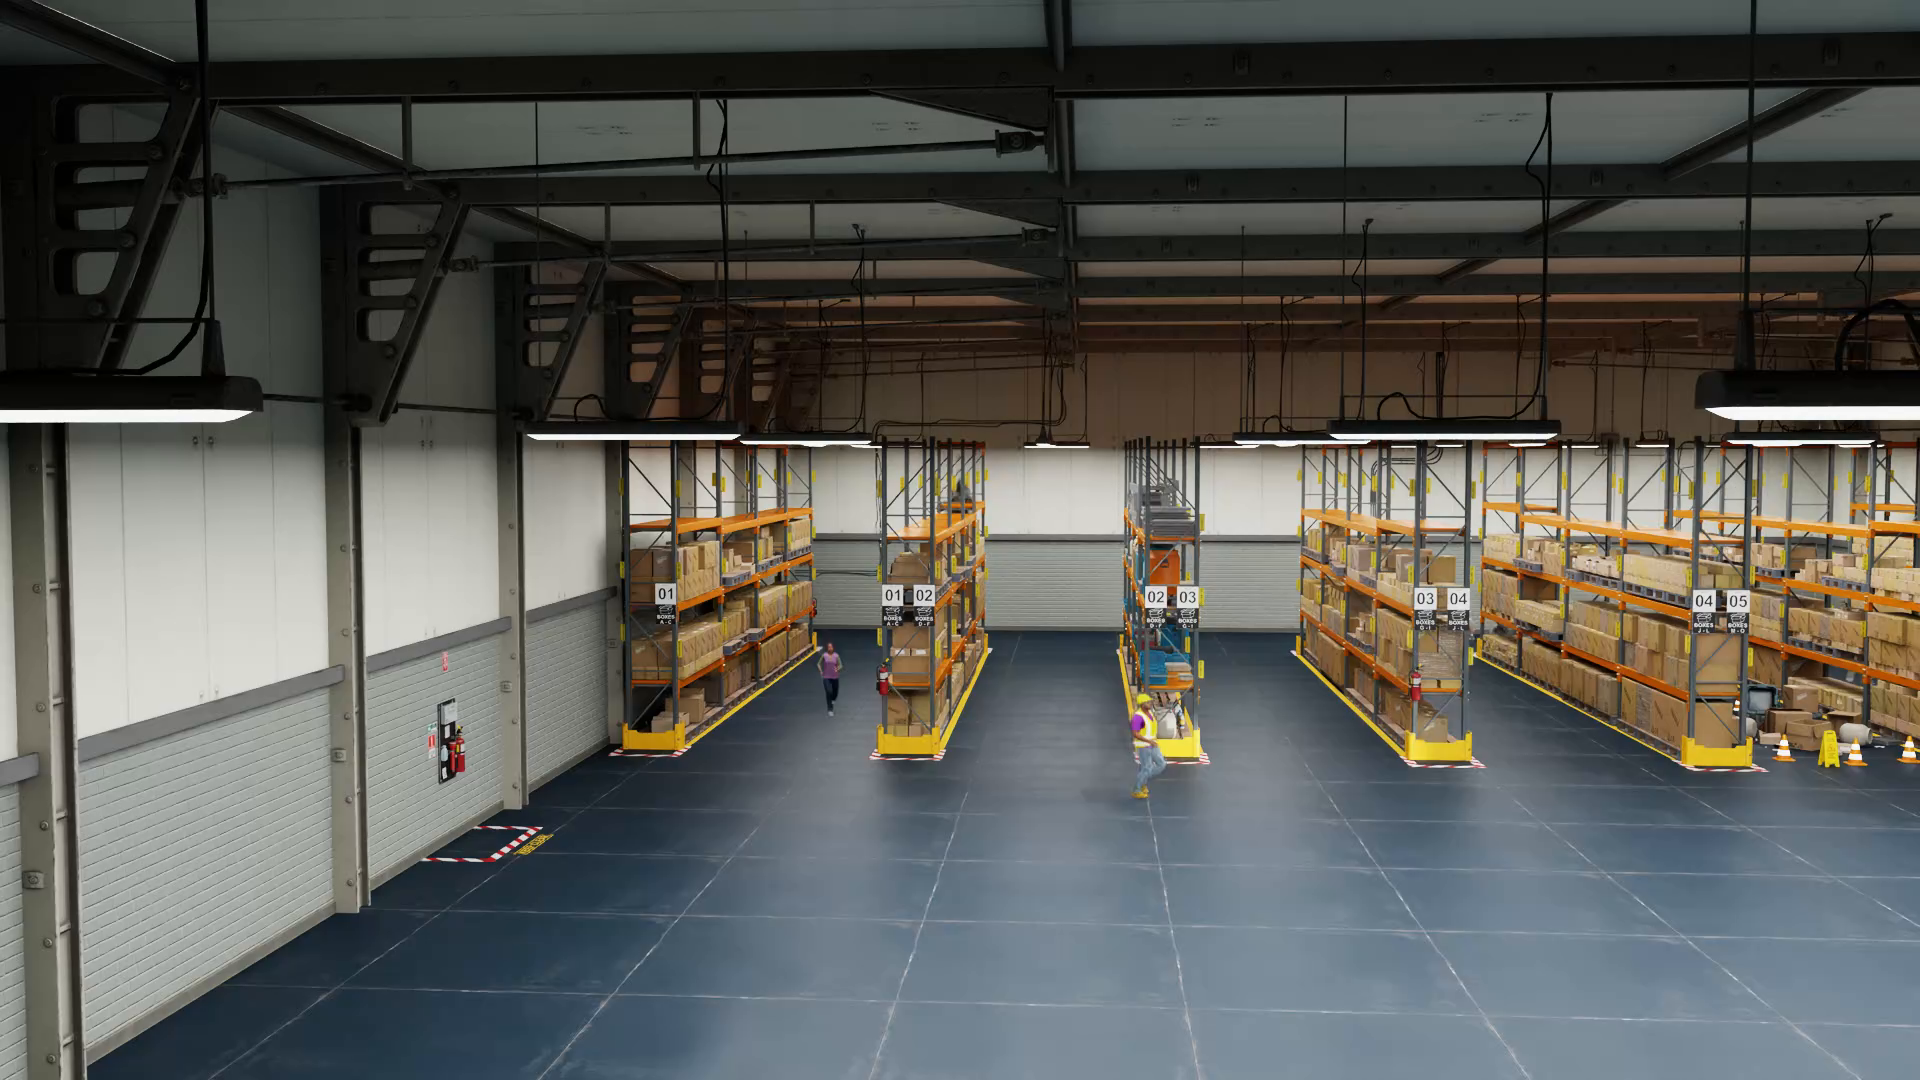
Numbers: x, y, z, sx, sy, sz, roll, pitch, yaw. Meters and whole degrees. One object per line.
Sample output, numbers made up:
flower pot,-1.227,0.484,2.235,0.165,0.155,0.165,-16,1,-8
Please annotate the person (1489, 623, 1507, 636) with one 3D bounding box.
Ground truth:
person,15.430,2.374,47.494,0.617,1.702,0.623,3,4,44

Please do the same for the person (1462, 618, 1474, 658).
person,12.855,2.573,42.642,0.669,1.737,0.597,0,3,-1

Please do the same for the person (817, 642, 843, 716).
person,-2.826,3.005,36.148,0.547,1.563,0.746,-1,3,-11

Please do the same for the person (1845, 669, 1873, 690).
person,21.033,2.756,38.854,0.621,1.802,1.140,0,3,5

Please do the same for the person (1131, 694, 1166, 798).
person,3.094,3.389,27.408,0.555,1.721,0.704,2,4,31
